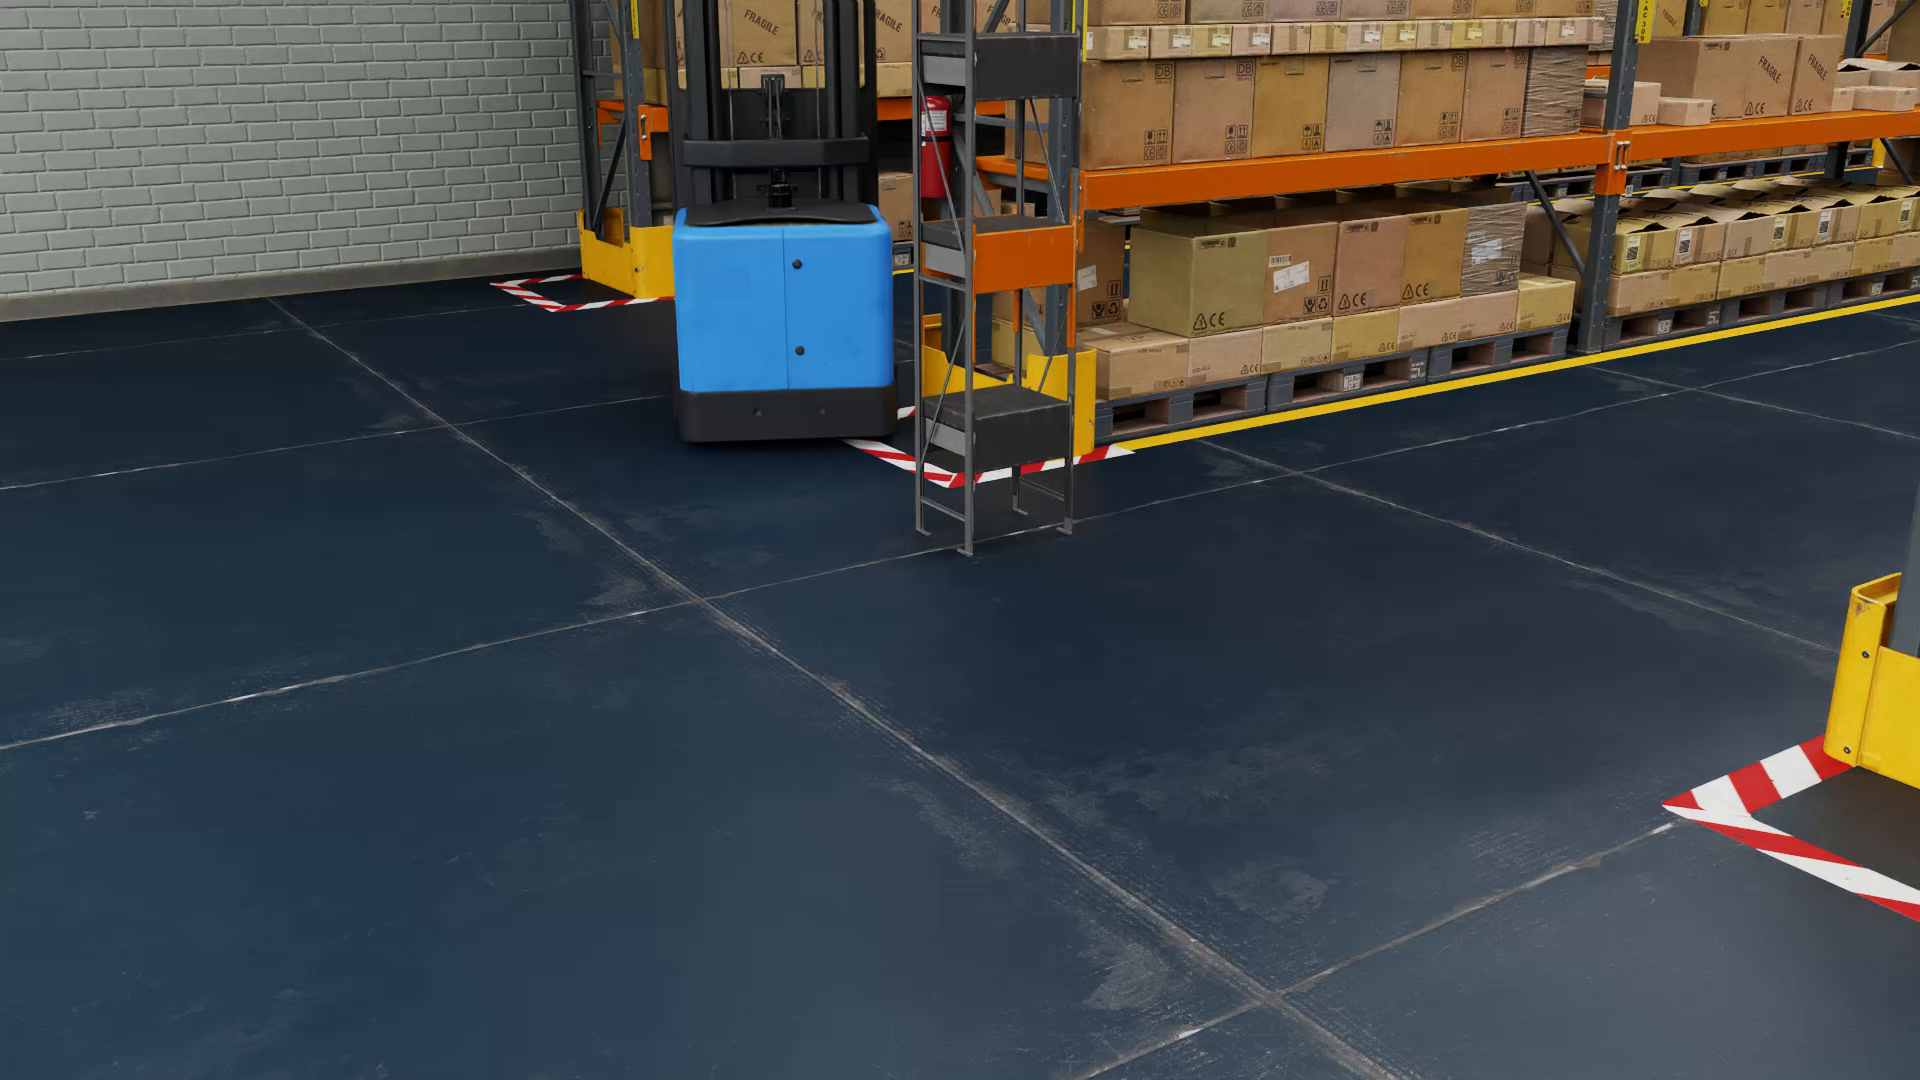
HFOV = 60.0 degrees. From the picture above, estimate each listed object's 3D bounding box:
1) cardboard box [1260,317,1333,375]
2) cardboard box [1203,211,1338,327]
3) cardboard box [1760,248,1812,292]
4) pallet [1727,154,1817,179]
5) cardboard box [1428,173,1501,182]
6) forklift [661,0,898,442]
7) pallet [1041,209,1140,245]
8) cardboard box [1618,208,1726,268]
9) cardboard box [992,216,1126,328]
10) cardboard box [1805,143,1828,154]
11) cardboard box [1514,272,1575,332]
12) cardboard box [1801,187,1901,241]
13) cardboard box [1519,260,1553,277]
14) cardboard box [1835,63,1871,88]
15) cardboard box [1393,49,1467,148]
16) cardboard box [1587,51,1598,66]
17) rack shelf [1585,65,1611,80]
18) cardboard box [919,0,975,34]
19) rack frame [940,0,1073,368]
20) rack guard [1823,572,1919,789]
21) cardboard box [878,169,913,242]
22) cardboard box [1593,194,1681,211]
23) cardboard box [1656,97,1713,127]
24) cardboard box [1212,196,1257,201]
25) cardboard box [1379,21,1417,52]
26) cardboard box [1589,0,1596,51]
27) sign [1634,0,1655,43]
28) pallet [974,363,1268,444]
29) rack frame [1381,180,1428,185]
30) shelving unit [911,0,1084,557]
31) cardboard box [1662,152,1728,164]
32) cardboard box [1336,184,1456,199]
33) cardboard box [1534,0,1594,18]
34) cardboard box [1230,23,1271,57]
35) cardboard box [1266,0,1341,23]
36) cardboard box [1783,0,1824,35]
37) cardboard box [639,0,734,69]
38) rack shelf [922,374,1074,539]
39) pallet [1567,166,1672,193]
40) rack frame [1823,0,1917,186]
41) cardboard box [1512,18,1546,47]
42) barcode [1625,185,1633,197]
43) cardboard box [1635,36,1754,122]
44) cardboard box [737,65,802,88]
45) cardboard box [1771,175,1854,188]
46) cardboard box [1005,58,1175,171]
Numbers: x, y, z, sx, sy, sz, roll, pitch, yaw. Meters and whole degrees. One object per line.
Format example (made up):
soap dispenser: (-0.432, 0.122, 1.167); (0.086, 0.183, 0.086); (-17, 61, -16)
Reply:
cardboard box: (1.629, -1.082, 8.898); (0.500, 0.250, 0.500); (-12, 22, -31)
cardboard box: (1.623, -1.440, 8.787); (0.500, 0.500, 0.500); (-12, 22, -31)
cardboard box: (5.323, -1.850, 11.171); (0.500, 0.250, 0.500); (-11, 22, -30)
pallet: (9.218, -4.419, 19.488); (1.213, 0.211, 1.003); (-12, 22, -31)
cardboard box: (4.866, -3.982, 16.540); (0.750, 0.750, 0.750); (-12, 22, -32)
forklift: (-1.008, -2.282, 8.919); (1.130, 2.935, 3.031); (-2, 19, -7)
pallet: (1.488, -2.819, 14.753); (1.213, 0.211, 1.003); (-12, 22, -31)
cardboard box: (4.469, -1.933, 10.540); (0.500, 0.311, 0.500); (-12, 22, -32)
cardboard box: (0.510, -1.399, 8.666); (0.500, 0.500, 0.500); (-12, 22, -31)
cardboard box: (9.913, -4.892, 19.780); (0.500, 0.500, 0.700); (-12, 22, -32)
cardboard box: (3.299, -1.434, 9.940); (0.500, 0.250, 0.500); (-12, 22, -31)
cardboard box: (6.174, -2.293, 11.606); (0.500, 0.311, 0.500); (-12, 22, -32)
cardboard box: (3.753, -1.725, 10.800); (0.500, 0.250, 0.500); (-12, 22, -32)
cardboard box: (6.053, -3.234, 11.767); (0.500, 0.311, 0.500); (-12, 22, -32)
cardboard box: (2.341, -2.463, 9.191); (0.500, 0.500, 0.700); (-12, 22, -31)
cardboard box: (6.308, -4.954, 17.077); (0.250, 0.149, 0.380); (-13, 22, -33)
rack shelf: (5.850, -4.718, 17.141); (4.000, 0.370, 1.077); (-12, 22, -31)
cardboard box: (-0.226, -3.955, 12.791); (0.500, 0.500, 0.500); (-13, 22, -33)
rack frame: (0.225, -1.973, 7.898); (0.127, 3.000, 1.000); (-12, 22, -31)
rack guard: (2.984, 0.511, 4.454); (0.348, 0.500, 1.175); (-12, 22, -31)
cardboard box: (-0.758, -2.636, 13.074); (0.500, 0.500, 0.700); (-14, 23, -35)
cardboard box: (4.596, -2.168, 11.237); (0.500, 0.311, 0.500); (-12, 22, -32)
cardboard box: (4.419, -2.660, 10.322); (0.250, 0.149, 0.380); (-12, 22, -31)
cardboard box: (2.297, -3.344, 15.169); (0.500, 0.500, 0.700); (-12, 22, -31)
cardboard box: (2.175, -2.656, 8.750); (0.250, 0.149, 0.380); (-11, 22, -30)
cardboard box: (6.014, -5.192, 16.768); (0.500, 0.500, 0.500); (-11, 22, -30)
sign: (3.873, -2.977, 9.392); (0.005, 0.325, 0.100); (-12, 22, -31)
pallet: (0.841, -0.798, 8.776); (1.213, 0.211, 1.003); (-12, 22, -31)
rack frame: (4.179, -4.707, 15.983); (0.127, 3.000, 1.000); (-12, 22, -31)
shelving unit: (0.138, -1.024, 6.495); (0.503, 2.100, 0.431); (-12, 22, -31)
cardboard box: (8.201, -4.530, 18.709); (0.500, 0.500, 0.700); (-12, 22, -31)
cardboard box: (2.593, -1.841, 9.974); (0.500, 0.500, 0.500); (-12, 22, -31)
cardboard box: (3.199, -3.260, 9.522); (0.500, 0.500, 0.700); (-12, 22, -31)
cardboard box: (1.312, -2.474, 8.210); (0.250, 0.149, 0.380); (-12, 22, -32)
cardboard box: (1.523, -2.906, 8.476); (0.500, 0.500, 0.700); (-12, 22, -31)
cardboard box: (9.197, -5.902, 19.052); (0.700, 0.700, 0.980); (-13, 23, -34)
cardboard box: (-1.938, -3.595, 11.727); (0.500, 0.500, 0.500); (-12, 22, -31)
rack shelf: (0.138, -0.348, 6.723); (0.480, 0.518, 0.431); (-12, 22, -31)
pallet: (6.917, -3.934, 18.052); (1.213, 0.211, 1.003); (-12, 22, -31)
rack frame: (6.907, -3.382, 12.066); (0.127, 3.000, 1.000); (-12, 22, -31)
cardboard box: (3.032, -2.837, 9.285); (0.250, 0.149, 0.380); (-13, 22, -33)
barcode: (4.008, -2.090, 9.962); (0.075, 0.075, 0.001); (-12, 22, -31)
cardboard box: (4.657, -2.949, 10.628); (0.500, 0.500, 0.500); (-10, 21, -28)
cardboard box: (-1.494, -3.332, 12.121); (0.500, 0.250, 0.500); (-13, 22, -33)
cardboard box: (6.308, -2.531, 12.309); (0.500, 0.311, 0.500); (-11, 22, -30)
cardboard box: (0.622, -2.099, 8.115); (0.500, 0.500, 0.700); (-12, 22, -31)
